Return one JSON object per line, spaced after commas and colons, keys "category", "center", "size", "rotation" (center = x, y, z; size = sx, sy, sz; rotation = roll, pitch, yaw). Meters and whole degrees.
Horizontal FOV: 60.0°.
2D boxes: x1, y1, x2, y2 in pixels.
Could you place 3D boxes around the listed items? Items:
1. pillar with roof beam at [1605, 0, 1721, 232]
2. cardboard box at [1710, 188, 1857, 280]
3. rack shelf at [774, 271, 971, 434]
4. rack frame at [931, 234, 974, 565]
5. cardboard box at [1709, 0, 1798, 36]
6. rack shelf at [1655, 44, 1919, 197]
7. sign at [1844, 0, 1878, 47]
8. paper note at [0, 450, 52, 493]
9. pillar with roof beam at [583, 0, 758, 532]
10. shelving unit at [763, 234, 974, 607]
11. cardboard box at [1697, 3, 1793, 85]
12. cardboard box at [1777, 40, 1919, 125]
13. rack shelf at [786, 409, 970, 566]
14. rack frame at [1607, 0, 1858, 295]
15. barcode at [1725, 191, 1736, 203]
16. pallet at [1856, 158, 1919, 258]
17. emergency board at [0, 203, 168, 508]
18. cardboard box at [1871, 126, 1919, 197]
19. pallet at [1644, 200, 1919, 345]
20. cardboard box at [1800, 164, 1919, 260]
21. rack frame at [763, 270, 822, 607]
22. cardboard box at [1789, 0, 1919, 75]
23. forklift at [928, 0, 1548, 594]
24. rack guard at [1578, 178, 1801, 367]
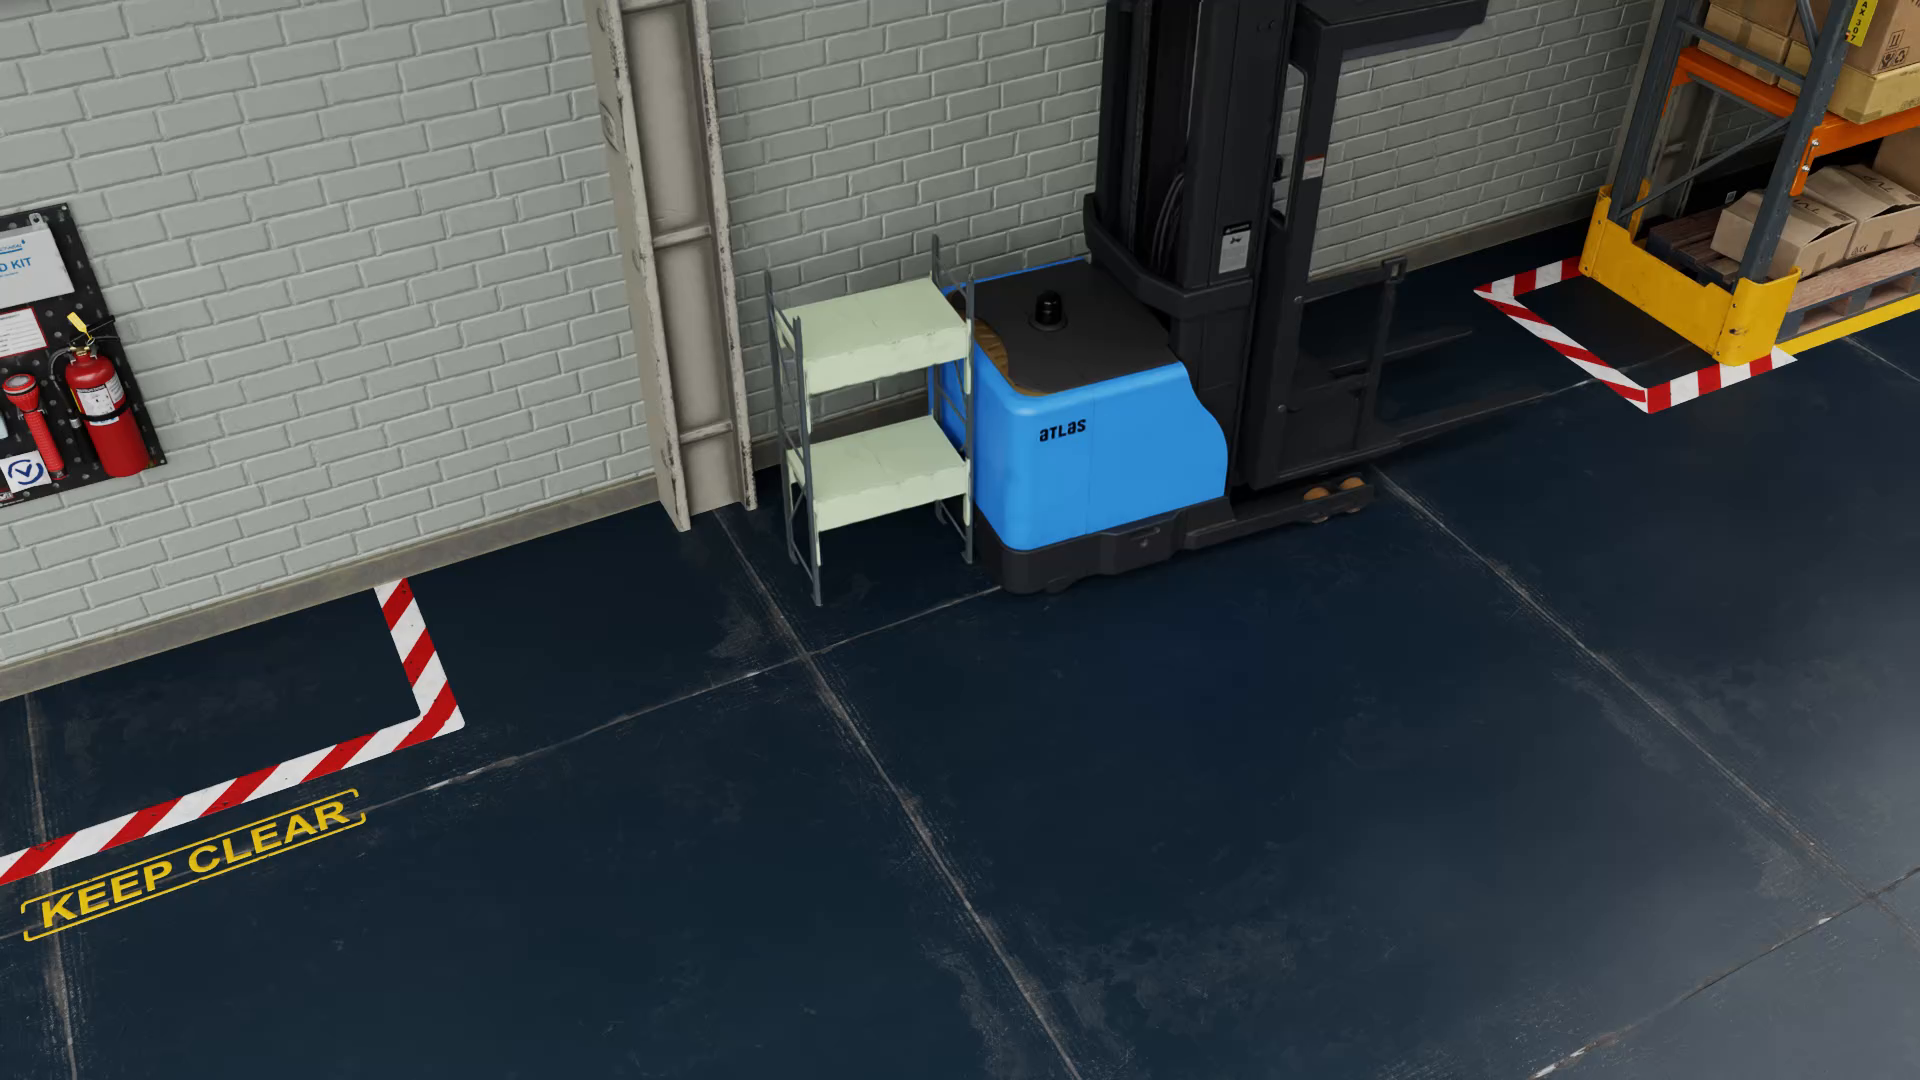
{"category": "pillar with roof beam", "center": [6.104, -2.942, 4.249], "size": [0.400, 9.000, 9.100], "rotation": [-19, 44, -21]}
{"category": "cardboard box", "center": [4.549, -1.711, 9.179], "size": [0.500, 0.311, 0.500], "rotation": [-24, 46, -25]}
{"category": "rack shelf", "center": [-0.367, -0.786, 6.902], "size": [0.720, 0.370, 0.431], "rotation": [-15, 43, -17]}
{"category": "rack frame", "center": [-0.031, -0.581, 7.264], "size": [0.023, 1.500, 0.400], "rotation": [-15, 43, -17]}
{"category": "cardboard box", "center": [4.214, -2.914, 8.379], "size": [0.500, 0.500, 0.500], "rotation": [-19, 44, -21]}
{"category": "rack shelf", "center": [5.668, -2.737, 9.207], "size": [4.000, 0.370, 1.077], "rotation": [-19, 44, -21]}
{"category": "sign", "center": [4.145, -2.434, 7.623], "size": [0.005, 0.325, 0.100], "rotation": [-19, 44, -21]}
{"category": "paper note", "center": [-3.604, -0.263, 6.410], "size": [0.142, 0.148, 0.016], "rotation": [-19, 44, -21]}
{"category": "pillar with roof beam", "center": [0.783, -1.151, 2.134], "size": [0.400, 9.000, 9.100], "rotation": [-19, 44, -21]}
{"category": "shelving unit", "center": [-0.367, -0.488, 7.154], "size": [0.755, 1.500, 0.431], "rotation": [-15, 43, -17]}
{"category": "cardboard box", "center": [4.219, -2.615, 8.608], "size": [0.500, 0.250, 0.500], "rotation": [-18, 43, -20]}
{"category": "cardboard box", "center": [4.474, -2.329, 8.269], "size": [0.500, 0.250, 0.500], "rotation": [-20, 44, -22]}
{"category": "rack shelf", "center": [-0.367, -0.239, 7.365], "size": [0.720, 0.370, 0.431], "rotation": [-15, 43, -17]}
{"category": "rack frame", "center": [3.894, -2.414, 8.270], "size": [0.127, 3.000, 1.000], "rotation": [-19, 44, -21]}
{"category": "barcode", "center": [4.381, -1.949, 9.453], "size": [0.075, 0.075, 0.001], "rotation": [-19, 44, -21]}
{"category": "pallet", "center": [5.779, -1.957, 9.887], "size": [1.213, 0.211, 1.003], "rotation": [-19, 44, -21]}
{"category": "emergency board", "center": [-3.415, -0.613, 6.141], "size": [0.643, 1.169, 0.194], "rotation": [-19, 44, -21]}
{"category": "cardboard box", "center": [5.729, -2.144, 9.544], "size": [0.500, 0.500, 0.700], "rotation": [-21, 45, -23]}
{"category": "pallet", "center": [4.699, -1.595, 9.460], "size": [1.213, 0.211, 1.003], "rotation": [-19, 44, -21]}
{"category": "cardboard box", "center": [5.055, -1.881, 9.380], "size": [0.500, 0.311, 0.500], "rotation": [-15, 43, -17]}
{"category": "rack frame", "center": [-0.704, -0.395, 7.044], "size": [0.023, 1.500, 0.400], "rotation": [-15, 43, -17]}
{"category": "cardboard box", "center": [4.457, -2.621, 8.034], "size": [0.500, 0.500, 0.500], "rotation": [-19, 44, -21]}
{"category": "forklift", "center": [1.405, -1.499, 7.241], "size": [3.031, 2.935, 1.130], "rotation": [-15, 43, -17]}
{"category": "rack guard", "center": [3.962, -1.483, 9.104], "size": [0.348, 0.500, 1.175], "rotation": [-19, 44, -21]}
